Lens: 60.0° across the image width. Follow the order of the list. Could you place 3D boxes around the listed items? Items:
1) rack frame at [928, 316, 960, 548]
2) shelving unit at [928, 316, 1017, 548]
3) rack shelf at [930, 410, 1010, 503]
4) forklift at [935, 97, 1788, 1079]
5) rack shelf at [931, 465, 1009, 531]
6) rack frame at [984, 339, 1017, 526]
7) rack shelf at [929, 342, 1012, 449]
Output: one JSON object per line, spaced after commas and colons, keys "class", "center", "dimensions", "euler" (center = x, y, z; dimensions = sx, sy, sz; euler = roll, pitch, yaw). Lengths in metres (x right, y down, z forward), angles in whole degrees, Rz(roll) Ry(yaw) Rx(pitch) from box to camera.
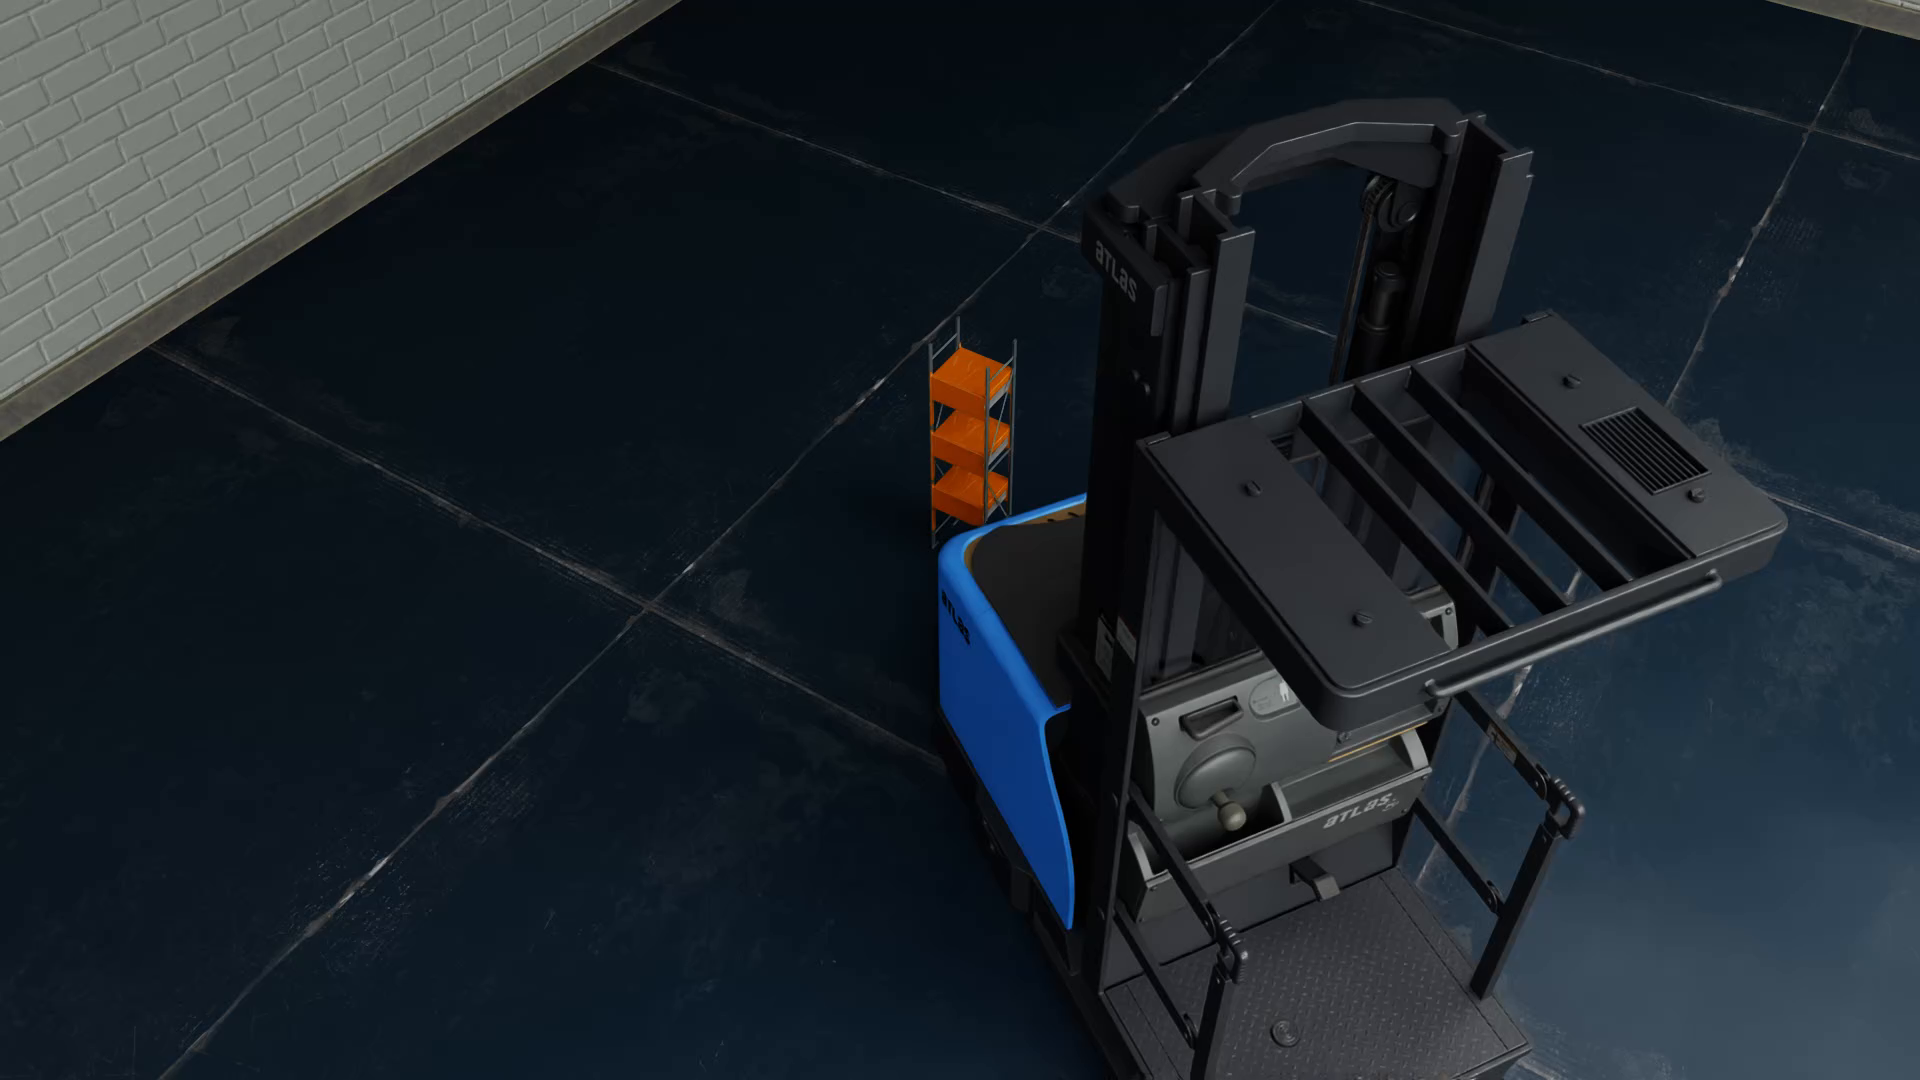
{"class": "rack frame", "center": [-0.058, -0.392, 6.399], "dimensions": [0.008, 1.050, 0.200], "euler": [25, 51, 22]}
{"class": "shelving unit", "center": [0.045, -0.345, 6.353], "dimensions": [0.252, 1.050, 0.215], "euler": [25, 51, 22]}
{"class": "rack shelf", "center": [0.045, -0.338, 6.361], "dimensions": [0.240, 0.259, 0.215], "euler": [25, 51, 22]}
{"class": "forklift", "center": [0.986, 0.546, 4.176], "dimensions": [1.130, 2.935, 3.031], "euler": [-18, 49, -17]}
{"class": "rack shelf", "center": [0.045, -0.144, 6.560], "dimensions": [0.240, 0.259, 0.215], "euler": [25, 51, 22]}
{"class": "rack frame", "center": [0.148, -0.298, 6.307], "dimensions": [0.008, 1.050, 0.200], "euler": [25, 51, 22]}
{"class": "rack shelf", "center": [0.045, -0.536, 6.157], "dimensions": [0.240, 0.259, 0.215], "euler": [25, 51, 22]}
